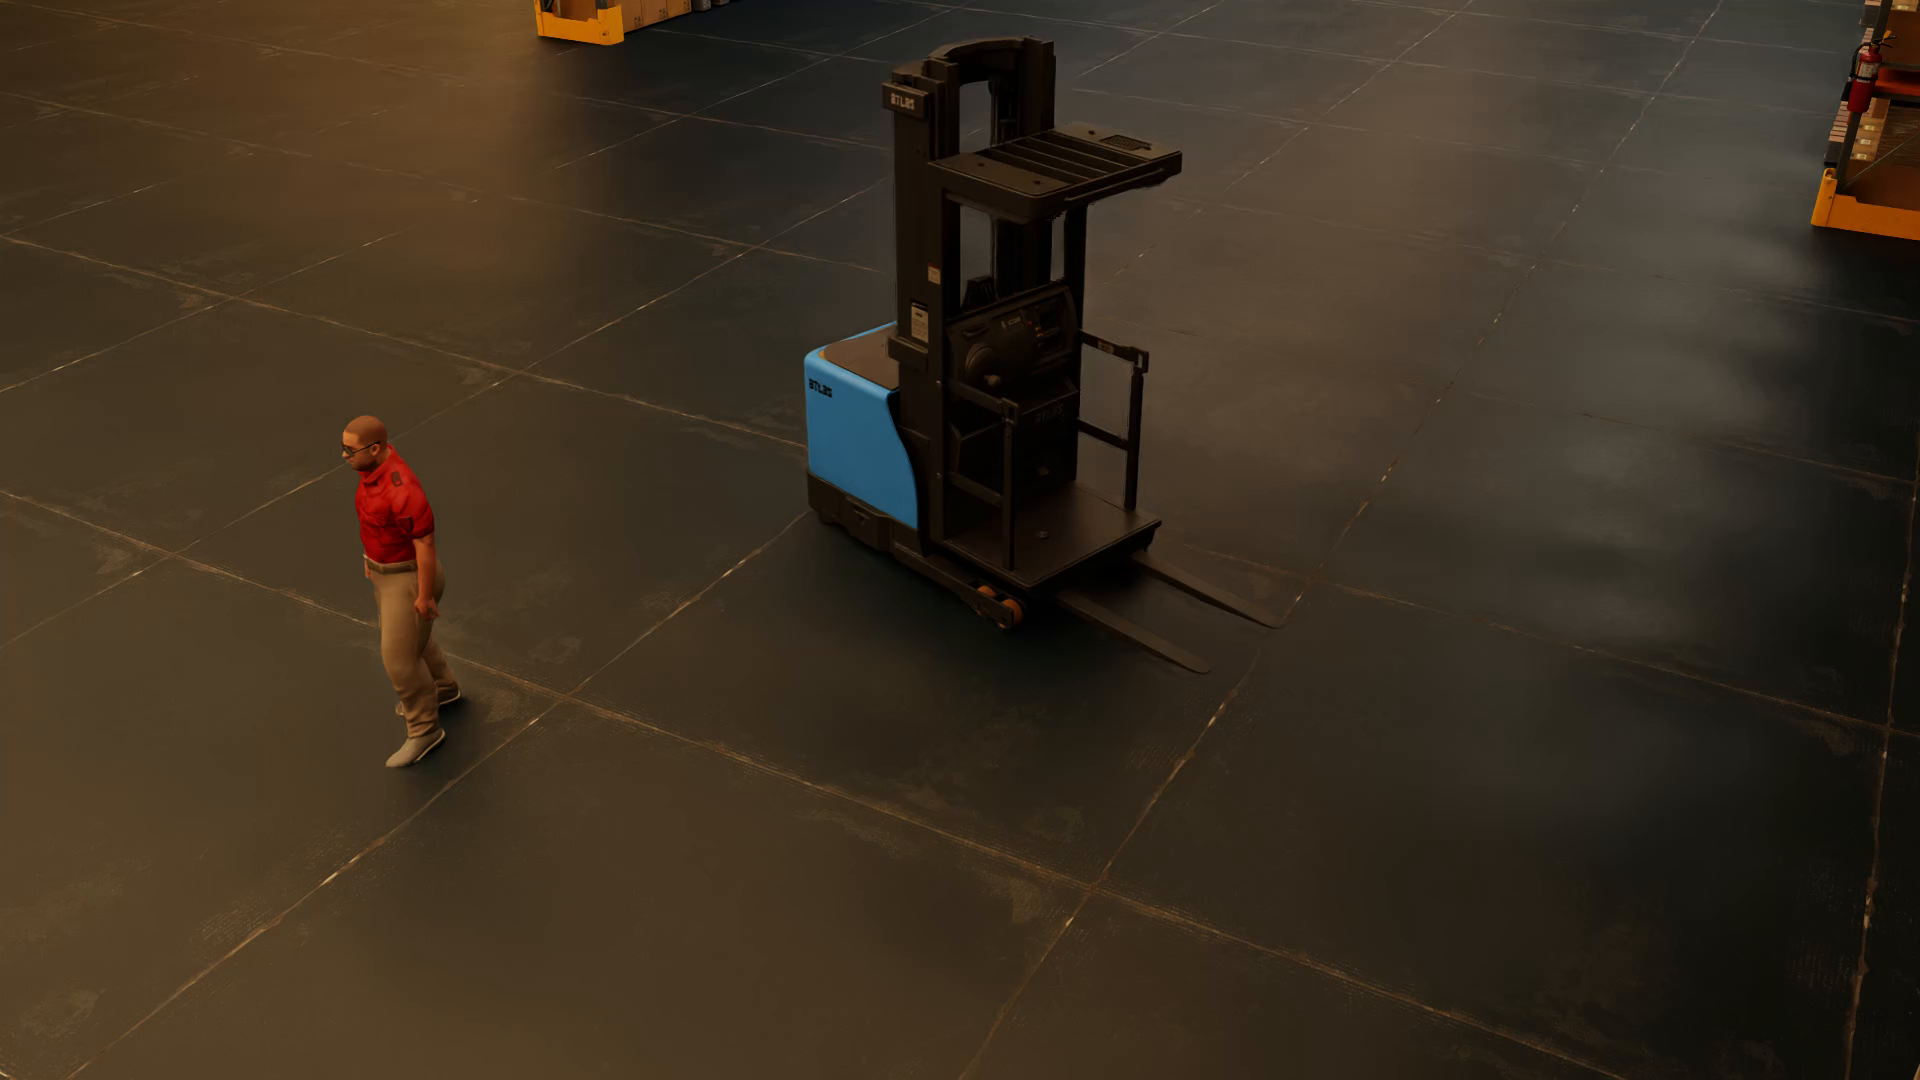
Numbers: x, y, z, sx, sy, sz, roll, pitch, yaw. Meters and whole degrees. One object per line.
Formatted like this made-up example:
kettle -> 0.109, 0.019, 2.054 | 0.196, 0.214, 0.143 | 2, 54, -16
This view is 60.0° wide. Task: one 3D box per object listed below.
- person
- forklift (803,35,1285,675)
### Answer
person -> -2.723, 0.200, 7.972 | 0.495, 1.754, 0.613 | -18, 34, -28
forklift -> 0.438, -1.066, 8.918 | 1.130, 2.935, 3.031 | -25, 38, -36
